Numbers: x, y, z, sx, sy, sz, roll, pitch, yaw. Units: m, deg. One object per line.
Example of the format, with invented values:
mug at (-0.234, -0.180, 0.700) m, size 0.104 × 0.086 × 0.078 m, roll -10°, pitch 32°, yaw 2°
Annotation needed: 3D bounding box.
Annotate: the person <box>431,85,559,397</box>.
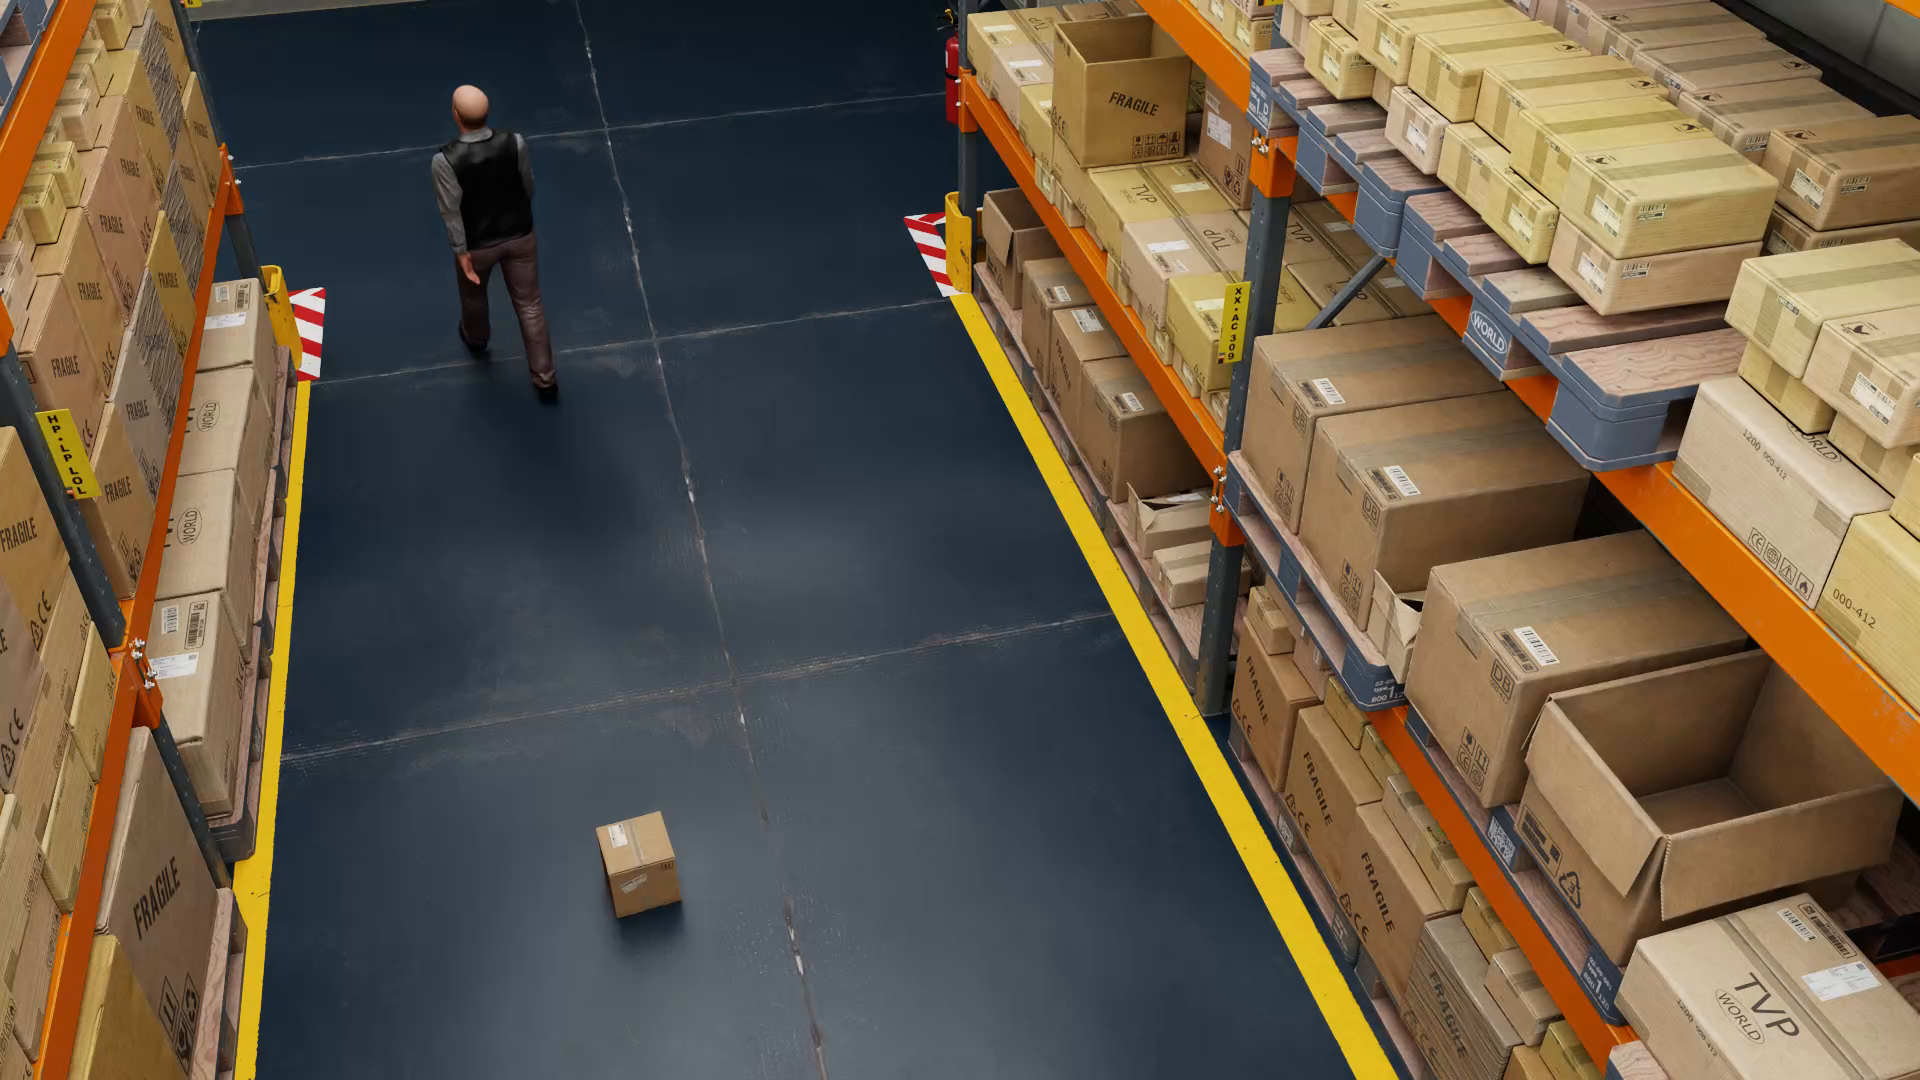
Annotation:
person at (-2.508, -1.663, 8.852) m, size 0.544 × 1.664 × 0.996 m, roll -19°, pitch 42°, yaw -23°
